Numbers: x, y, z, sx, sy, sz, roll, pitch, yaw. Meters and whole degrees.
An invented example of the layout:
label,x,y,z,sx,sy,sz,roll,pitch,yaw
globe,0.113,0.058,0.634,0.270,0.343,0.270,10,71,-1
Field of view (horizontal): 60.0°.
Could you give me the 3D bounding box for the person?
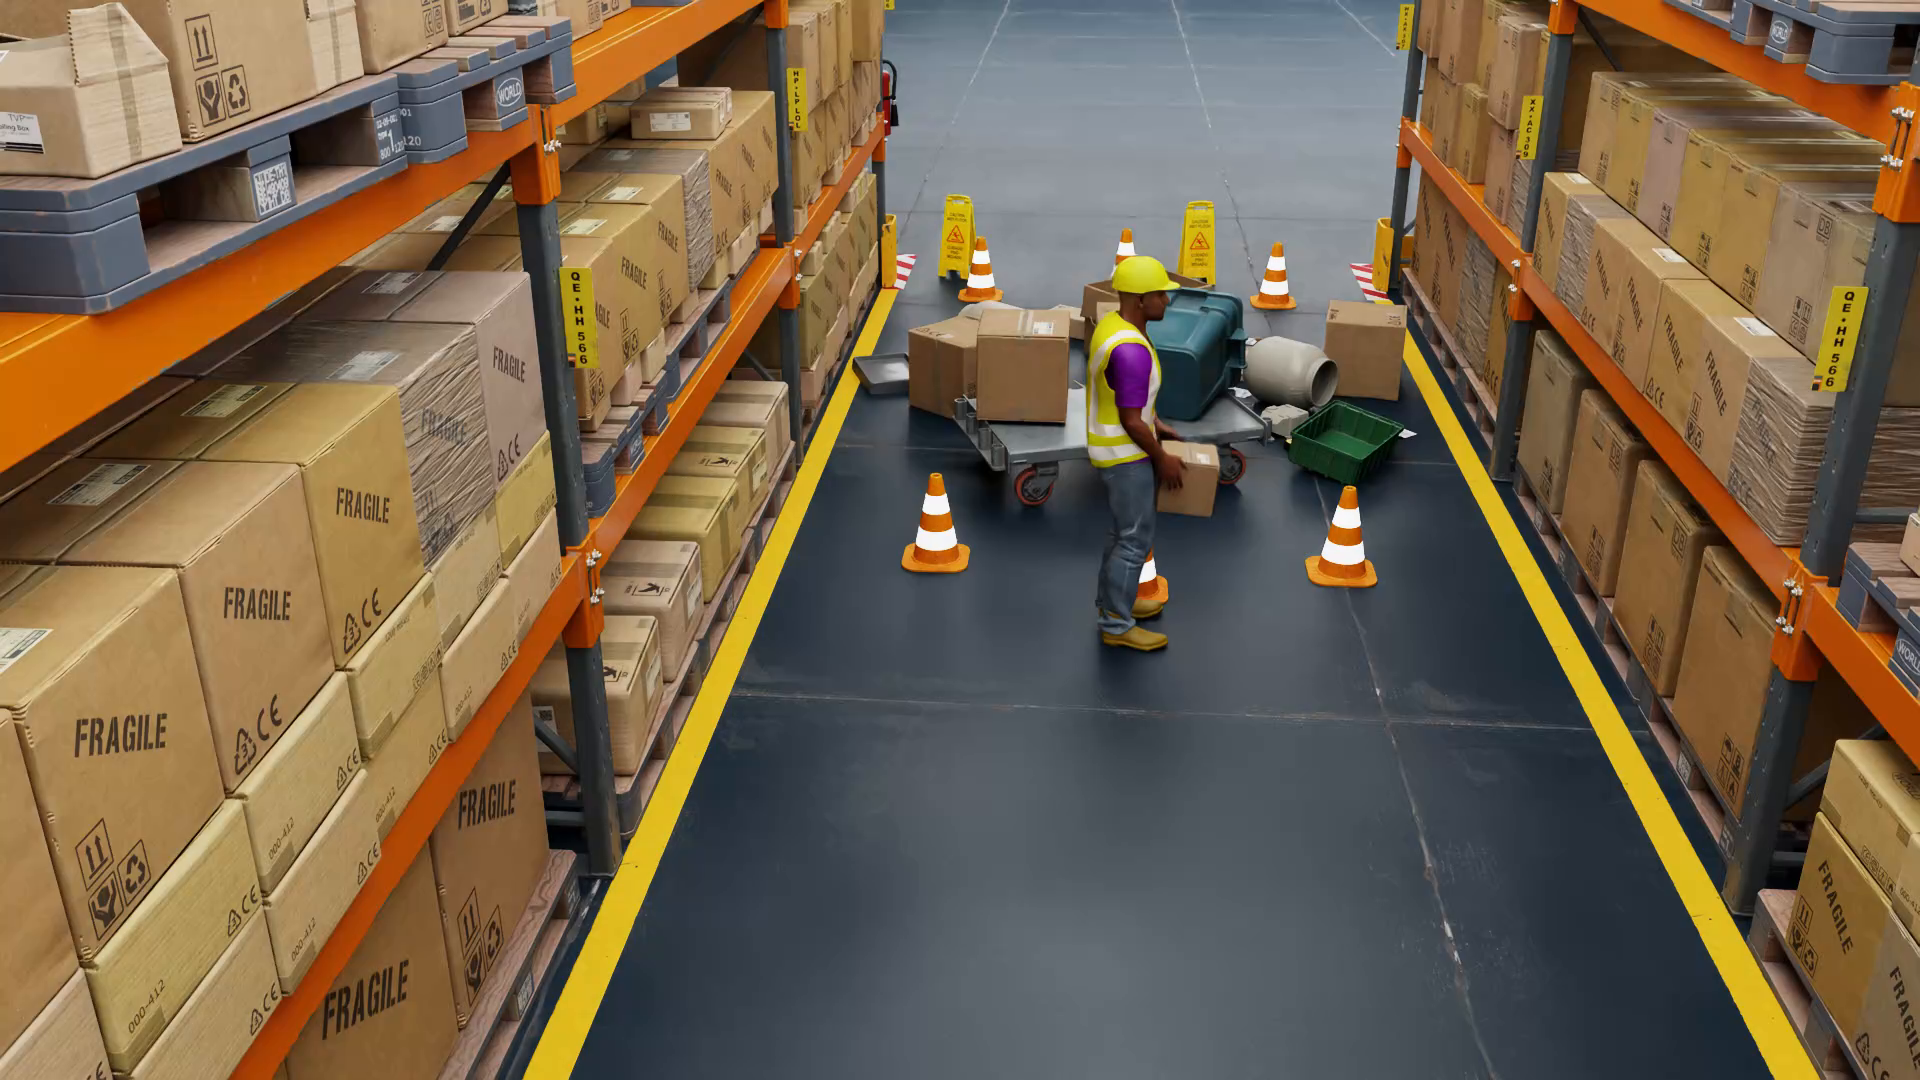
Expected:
label,x,y,z,sx,sy,sz,roll,pitch,yaw
person,0.782,-0.399,7.454,0.458,1.767,0.575,1,24,3
